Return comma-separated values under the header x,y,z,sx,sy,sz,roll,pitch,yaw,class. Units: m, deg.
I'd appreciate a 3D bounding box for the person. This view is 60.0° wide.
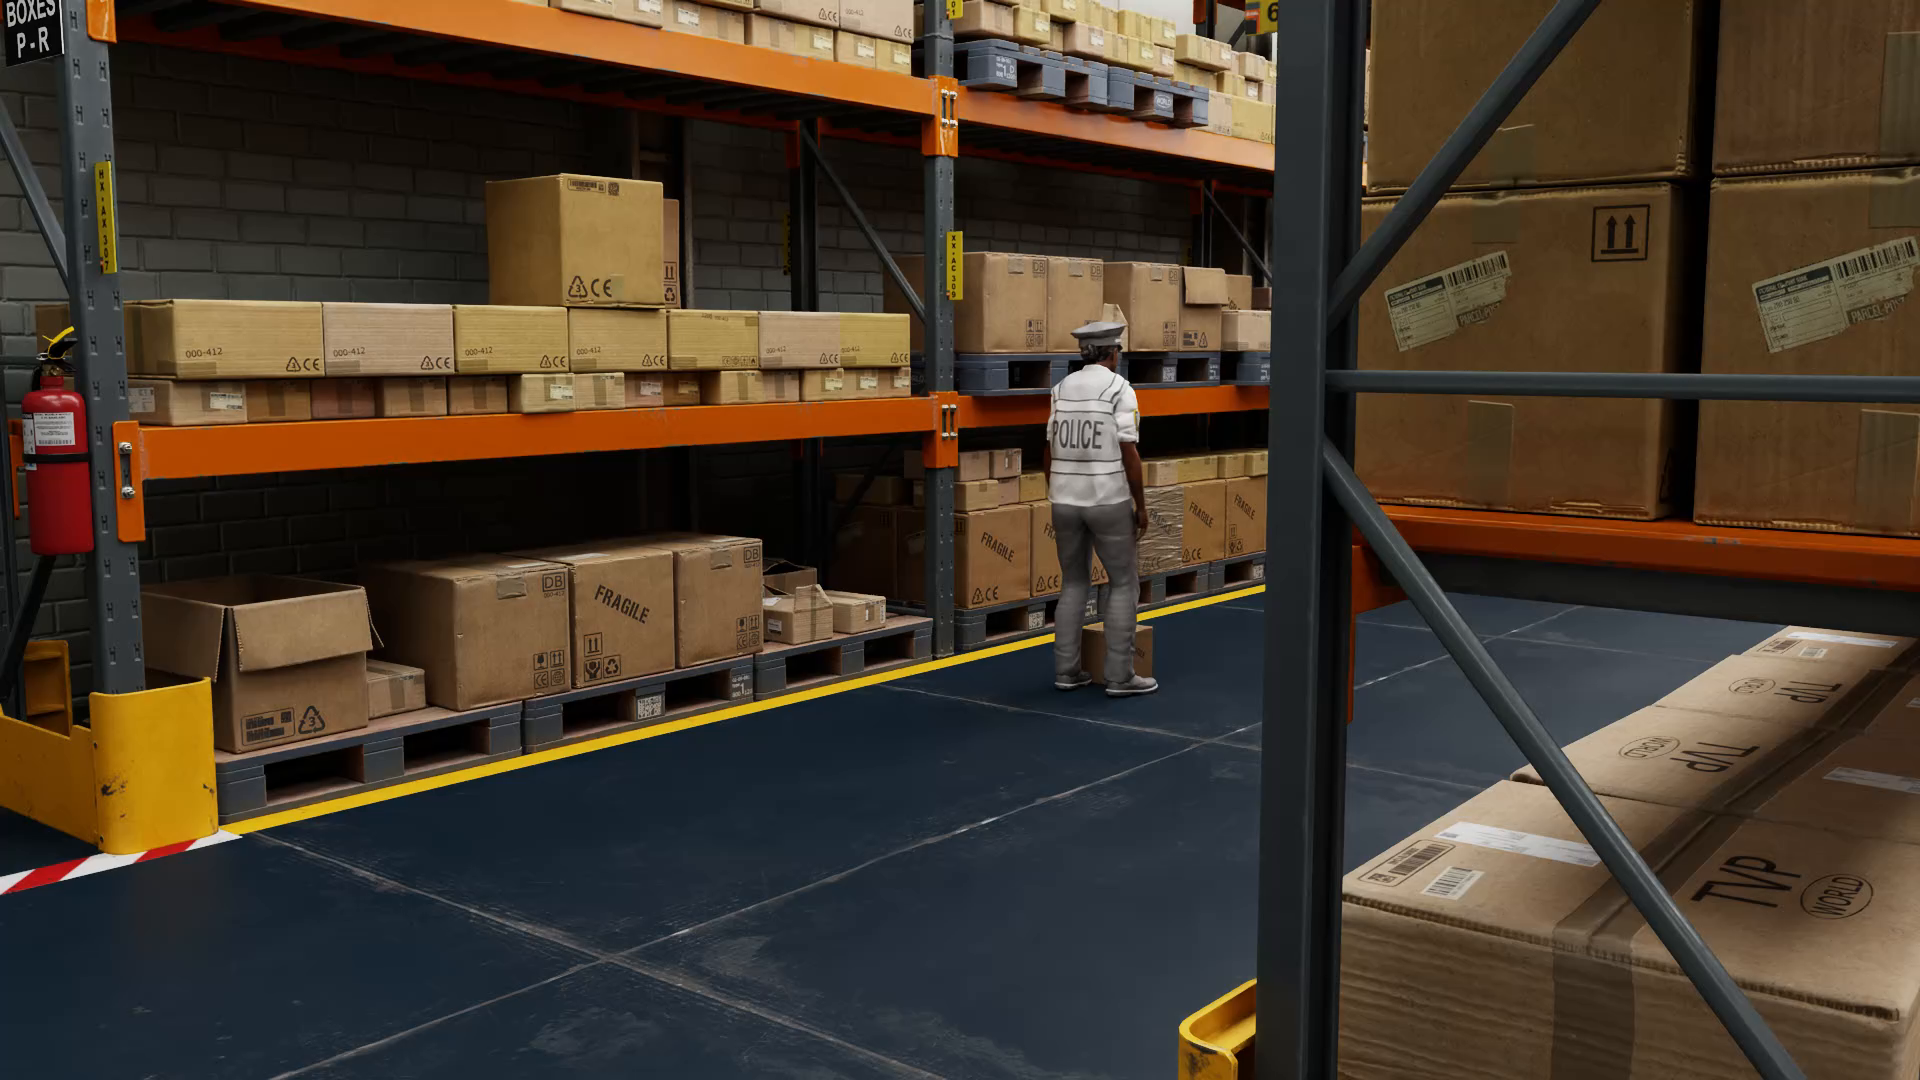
x,y,z,sx,sy,sz,roll,pitch,yaw,class
0.613,-0.142,7.445,0.509,1.657,0.393,5,8,34,person
